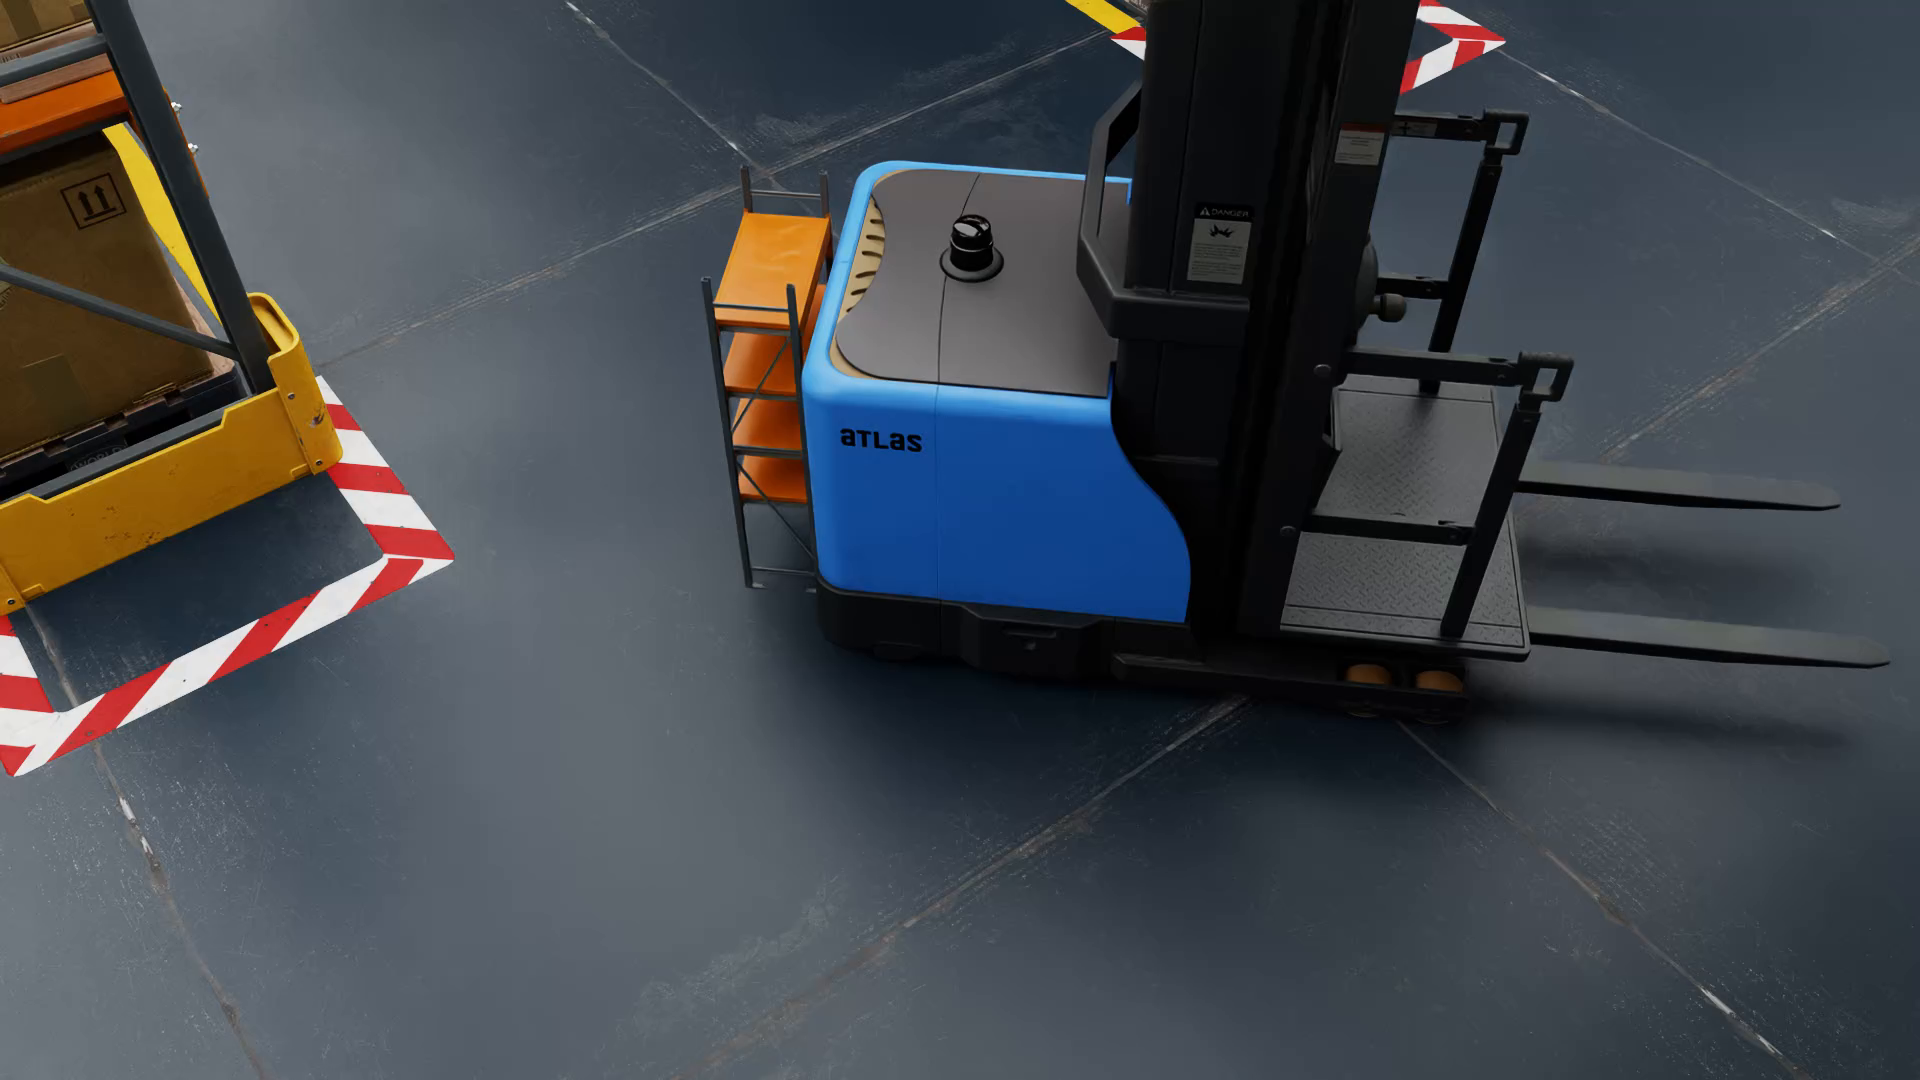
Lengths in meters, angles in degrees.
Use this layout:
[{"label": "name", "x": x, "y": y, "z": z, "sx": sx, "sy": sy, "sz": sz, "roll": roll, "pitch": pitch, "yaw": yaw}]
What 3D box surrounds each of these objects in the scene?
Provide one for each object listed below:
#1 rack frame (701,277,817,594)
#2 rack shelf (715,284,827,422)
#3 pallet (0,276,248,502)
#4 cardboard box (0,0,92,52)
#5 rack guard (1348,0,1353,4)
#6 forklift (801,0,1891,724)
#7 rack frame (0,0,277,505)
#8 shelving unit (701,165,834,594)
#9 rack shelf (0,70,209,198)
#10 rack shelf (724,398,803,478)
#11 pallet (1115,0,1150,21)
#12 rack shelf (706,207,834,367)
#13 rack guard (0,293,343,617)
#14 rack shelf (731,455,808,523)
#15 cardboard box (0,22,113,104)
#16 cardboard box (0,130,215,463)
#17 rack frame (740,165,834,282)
[{"label": "rack frame", "x": -0.539, "y": -0.252, "z": 4.669, "sx": 0.240, "sy": 1.200, "sz": 0.015, "roll": 5, "pitch": 48, "yaw": 4}, {"label": "rack shelf", "x": -0.511, "y": -0.537, "z": 4.715, "sx": 0.258, "sy": 0.148, "sz": 0.480, "roll": 5, "pitch": 48, "yaw": 4}, {"label": "pallet", "x": -3.146, "y": -0.629, "z": 5.677, "sx": 1.003, "sy": 0.211, "sz": 1.213, "roll": -29, "pitch": 54, "yaw": -24}, {"label": "cardboard box", "x": -2.675, "y": -1.583, "z": 4.560, "sx": 0.500, "sy": 0.250, "sz": 0.500, "roll": -31, "pitch": 55, "yaw": -25}, {"label": "rack guard", "x": 1.367, "y": -2.503, "z": 7.181, "sx": 1.175, "sy": 0.500, "sz": 0.348, "roll": -29, "pitch": 54, "yaw": -24}, {"label": "forklift", "x": 1.138, "y": -0.878, "z": 4.067, "sx": 3.031, "sy": 2.935, "sz": 1.130, "roll": 5, "pitch": 48, "yaw": 5}, {"label": "rack frame", "x": -2.600, "y": -1.129, "z": 4.249, "sx": 1.000, "sy": 3.000, "sz": 0.127, "roll": -29, "pitch": 54, "yaw": -24}, {"label": "shelving unit", "x": -0.511, "y": -0.431, "z": 4.831, "sx": 0.258, "sy": 1.200, "sz": 0.503, "roll": 5, "pitch": 48, "yaw": 4}, {"label": "rack shelf", "x": -3.811, "y": -2.067, "z": 5.584, "sx": 1.077, "sy": 0.370, "sz": 4.000, "roll": -29, "pitch": 54, "yaw": -24}, {"label": "rack shelf", "x": -0.511, "y": -0.386, "z": 4.881, "sx": 0.258, "sy": 0.148, "sz": 0.480, "roll": 5, "pitch": 48, "yaw": 4}, {"label": "pallet", "x": 0.874, "y": -2.918, "z": 7.753, "sx": 1.003, "sy": 0.211, "sz": 1.213, "roll": -29, "pitch": 54, "yaw": -24}, {"label": "rack shelf", "x": -0.511, "y": -0.695, "z": 4.540, "sx": 0.258, "sy": 0.148, "sz": 0.480, "roll": 5, "pitch": 48, "yaw": 4}, {"label": "rack guard", "x": -2.585, "y": -0.275, "z": 5.162, "sx": 1.175, "sy": 0.500, "sz": 0.348, "roll": -29, "pitch": 54, "yaw": -24}, {"label": "rack shelf", "x": -0.511, "y": -0.253, "z": 5.028, "sx": 0.258, "sy": 0.148, "sz": 0.480, "roll": 5, "pitch": 48, "yaw": 4}, {"label": "cardboard box", "x": -2.552, "y": -1.402, "z": 4.666, "sx": 0.380, "sy": 0.149, "sz": 0.250, "roll": -29, "pitch": 54, "yaw": -24}, {"label": "cardboard box", "x": -3.051, "y": -0.898, "z": 5.190, "sx": 0.875, "sy": 0.875, "sz": 0.875, "roll": -29, "pitch": 54, "yaw": -24}, {"label": "rack frame", "x": -0.482, "y": -0.611, "z": 4.994, "sx": 0.240, "sy": 1.200, "sz": 0.015, "roll": 5, "pitch": 48, "yaw": 4}]
